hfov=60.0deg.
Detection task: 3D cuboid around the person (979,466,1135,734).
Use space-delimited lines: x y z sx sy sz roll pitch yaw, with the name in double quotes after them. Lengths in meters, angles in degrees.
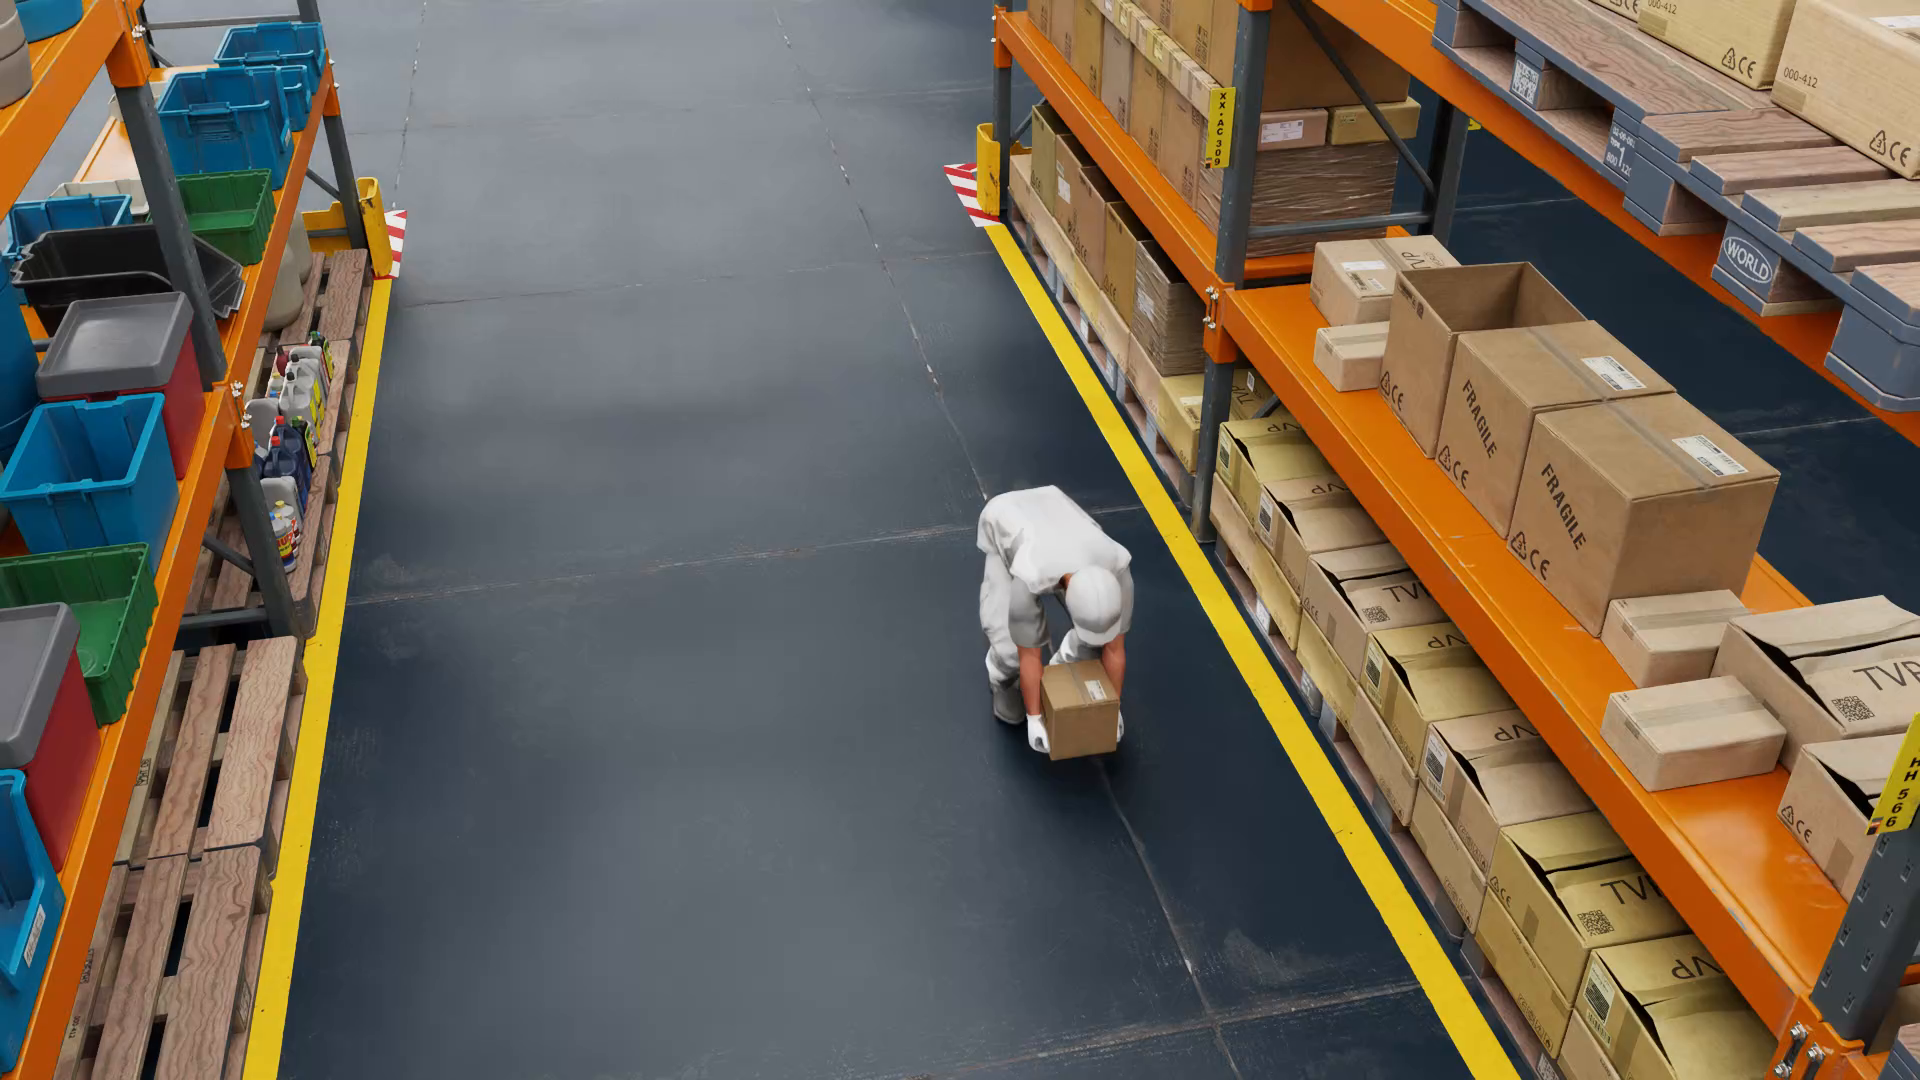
0.371 0.297 6.302 0.529 1.090 0.956 -9 35 -13 "person"
